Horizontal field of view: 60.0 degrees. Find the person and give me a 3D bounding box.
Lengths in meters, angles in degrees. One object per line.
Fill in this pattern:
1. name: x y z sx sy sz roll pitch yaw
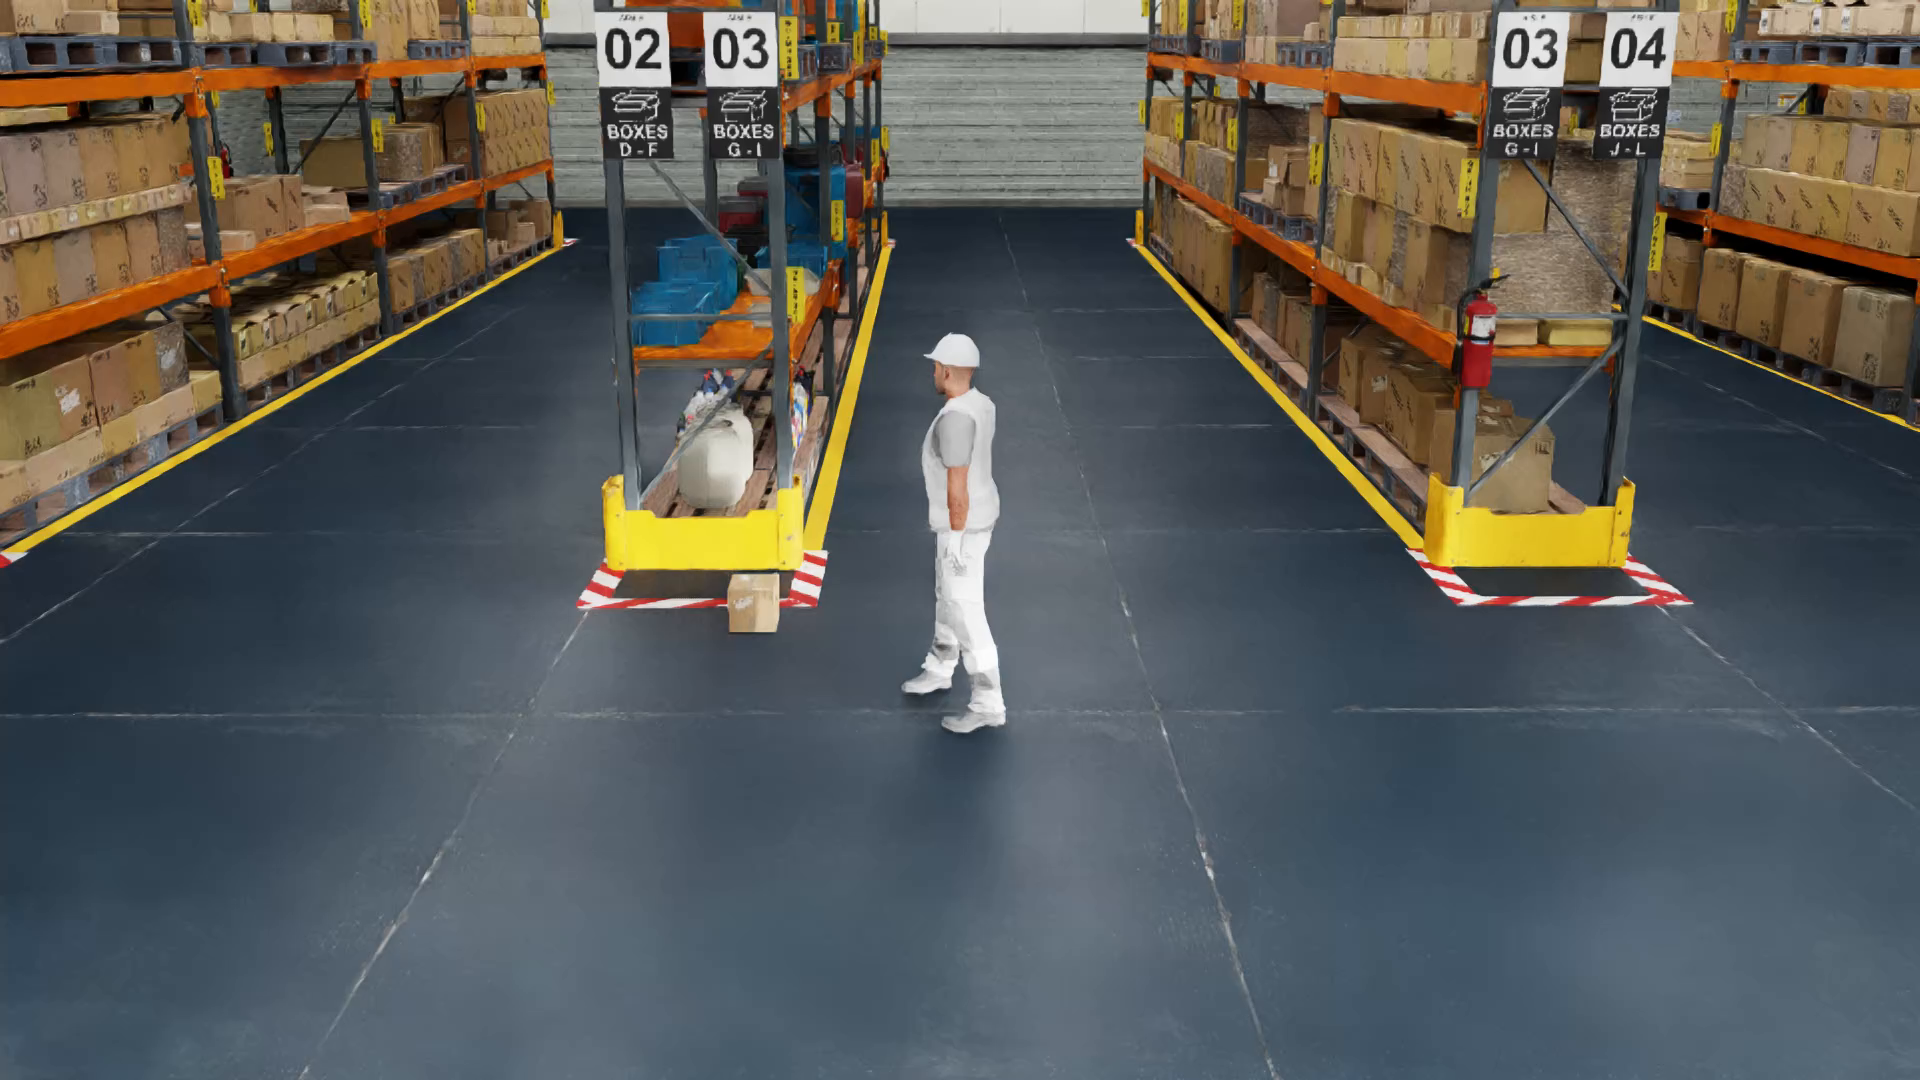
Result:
1. person: -0.019 -0.051 7.672 0.570 1.780 0.649 3 17 11
